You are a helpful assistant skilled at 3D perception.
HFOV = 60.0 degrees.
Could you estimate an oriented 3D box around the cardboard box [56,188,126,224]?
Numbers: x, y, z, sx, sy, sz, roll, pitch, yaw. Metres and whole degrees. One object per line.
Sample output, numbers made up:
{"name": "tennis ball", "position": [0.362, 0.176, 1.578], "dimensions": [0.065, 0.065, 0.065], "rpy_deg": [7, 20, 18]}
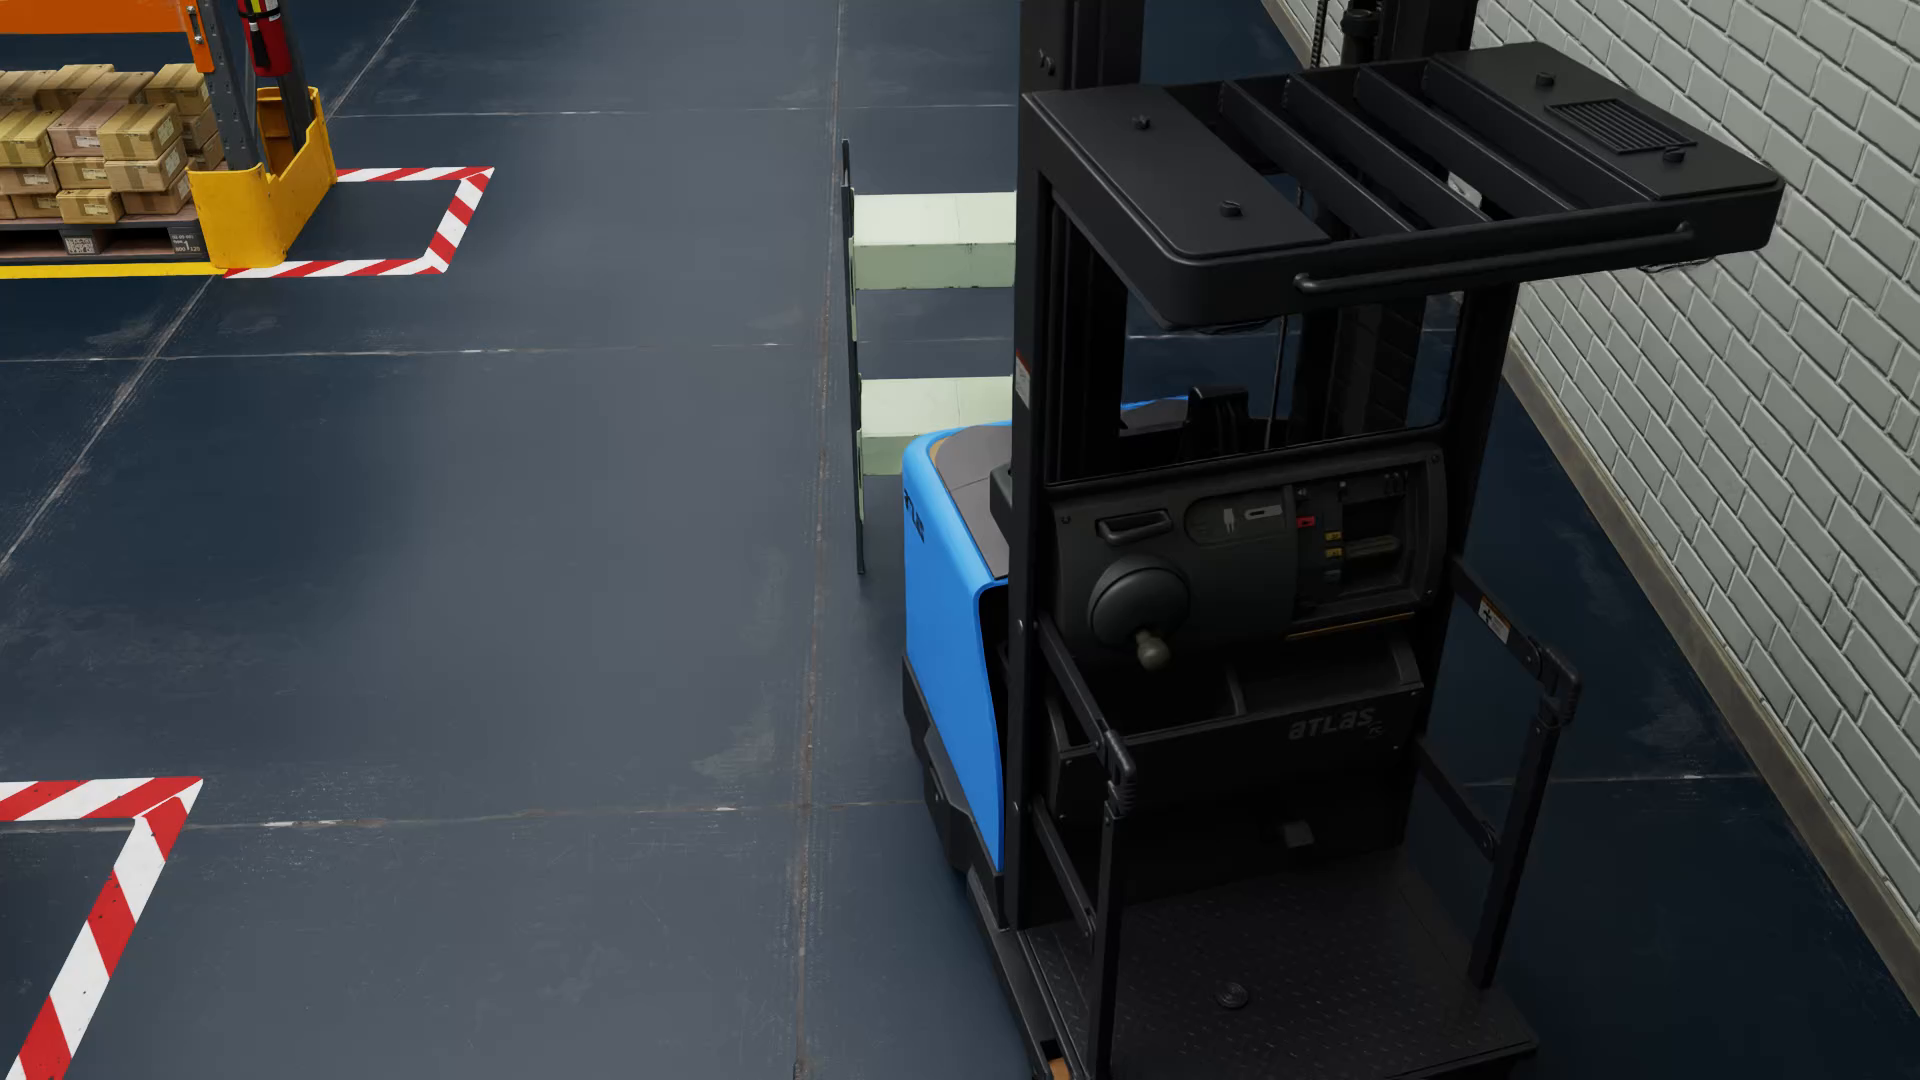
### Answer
{"name": "cardboard box", "position": [-4.243, -1.707, 8.217], "dimensions": [0.250, 0.149, 0.380], "rpy_deg": [-1, 35, -1]}

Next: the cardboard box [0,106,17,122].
{"name": "cardboard box", "position": [-4.760, -1.966, 8.068], "dimensions": [0.250, 0.149, 0.380], "rpy_deg": [-3, 35, -4]}

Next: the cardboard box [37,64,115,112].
{"name": "cardboard box", "position": [-4.542, -2.318, 8.577], "dimensions": [0.250, 0.149, 0.380], "rpy_deg": [-2, 35, -2]}

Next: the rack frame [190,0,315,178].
{"name": "rack frame", "position": [-3.475, -2.904, 7.810], "dimensions": [0.127, 3.000, 1.000], "rpy_deg": [-2, 35, -2]}

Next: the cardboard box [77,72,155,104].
{"name": "cardboard box", "position": [-4.284, -2.252, 8.481], "dimensions": [0.250, 0.149, 0.380], "rpy_deg": [-1, 35, -1]}

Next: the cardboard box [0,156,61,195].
{"name": "cardboard box", "position": [-4.508, -1.835, 8.140], "dimensions": [0.250, 0.149, 0.380], "rpy_deg": [-3, 35, -4]}

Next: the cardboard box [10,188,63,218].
{"name": "cardboard box", "position": [-4.511, -1.749, 8.277], "dimensions": [0.250, 0.149, 0.380], "rpy_deg": [-2, 35, -2]}

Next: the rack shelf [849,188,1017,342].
{"name": "rack shelf", "position": [-0.007, -0.937, 5.601], "dimensions": [0.720, 0.370, 0.431], "rpy_deg": [-2, 35, -2]}

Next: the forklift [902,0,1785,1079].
{"name": "forklift", "position": [0.717, 0.101, 3.528], "dimensions": [1.130, 2.935, 3.031], "rpy_deg": [-9, 36, -13]}

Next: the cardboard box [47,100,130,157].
{"name": "cardboard box", "position": [-4.246, -2.016, 8.141], "dimensions": [0.250, 0.149, 0.380], "rpy_deg": [-1, 35, -1]}

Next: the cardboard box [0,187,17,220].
{"name": "cardboard box", "position": [-4.757, -1.735, 8.257], "dimensions": [0.250, 0.149, 0.380], "rpy_deg": [-1, 35, -2]}

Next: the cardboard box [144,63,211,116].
{"name": "cardboard box", "position": [-4.015, -2.328, 8.591], "dimensions": [0.250, 0.149, 0.380], "rpy_deg": [-3, 35, -4]}

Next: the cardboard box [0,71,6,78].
{"name": "cardboard box", "position": [-5.063, -2.262, 8.496], "dimensions": [0.250, 0.149, 0.380], "rpy_deg": [0, 35, 0]}

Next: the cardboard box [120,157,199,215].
{"name": "cardboard box", "position": [-3.991, -1.771, 8.310], "dimensions": [0.250, 0.149, 0.380], "rpy_deg": [-1, 35, -1]}

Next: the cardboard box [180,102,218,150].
{"name": "cardboard box", "position": [-4.011, -2.158, 8.607], "dimensions": [0.250, 0.149, 0.380], "rpy_deg": [0, 35, 0]}

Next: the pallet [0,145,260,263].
{"name": "pallet", "position": [-4.364, -1.753, 8.598], "dimensions": [1.213, 0.211, 1.003], "rpy_deg": [-2, 35, -2]}

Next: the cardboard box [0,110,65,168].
{"name": "cardboard box", "position": [-4.499, -1.937, 8.026], "dimensions": [0.250, 0.149, 0.380], "rpy_deg": [-2, 35, -3]}

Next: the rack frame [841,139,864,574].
{"name": "rack frame", "position": [-0.372, -0.607, 5.809], "dimensions": [0.023, 1.500, 0.400], "rpy_deg": [-2, 35, -2]}

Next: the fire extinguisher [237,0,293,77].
{"name": "fire extinguisher", "position": [-3.202, -2.463, 7.569], "dimensions": [0.183, 0.674, 0.296], "rpy_deg": [-2, 35, -2]}

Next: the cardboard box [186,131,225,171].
{"name": "cardboard box", "position": [-4.014, -2.072, 8.744], "dimensions": [0.250, 0.149, 0.380], "rpy_deg": [-1, 35, -1]}

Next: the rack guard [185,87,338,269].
{"name": "rack guard", "position": [-3.551, -1.874, 8.518], "dimensions": [0.348, 0.500, 1.175], "rpy_deg": [-2, 35, -2]}

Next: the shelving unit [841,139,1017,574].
{"name": "shelving unit", "position": [-0.007, -0.617, 5.823], "dimensions": [0.755, 1.500, 0.431], "rpy_deg": [-2, 35, -2]}

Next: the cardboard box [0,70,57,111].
{"name": "cardboard box", "position": [-4.786, -2.264, 8.499], "dimensions": [0.250, 0.149, 0.380], "rpy_deg": [-3, 35, -5]}

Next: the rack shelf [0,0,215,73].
{"name": "rack shelf", "position": [-5.473, -2.554, 7.937], "dimensions": [4.000, 0.370, 1.077], "rpy_deg": [-2, 35, -2]}

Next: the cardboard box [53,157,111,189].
{"name": "cardboard box", "position": [-4.253, -1.873, 8.196], "dimensions": [0.250, 0.149, 0.380], "rpy_deg": [-2, 35, -3]}

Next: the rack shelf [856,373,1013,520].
{"name": "rack shelf", "position": [-0.007, -0.348, 6.008], "dimensions": [0.720, 0.370, 0.431], "rpy_deg": [-2, 35, -2]}

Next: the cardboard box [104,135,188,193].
{"name": "cardboard box", "position": [-3.989, -1.850, 8.162], "dimensions": [0.250, 0.149, 0.380], "rpy_deg": [-2, 35, -4]}

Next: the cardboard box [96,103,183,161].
{"name": "cardboard box", "position": [-3.992, -1.990, 8.103], "dimensions": [0.250, 0.149, 0.380], "rpy_deg": [-1, 35, -2]}
